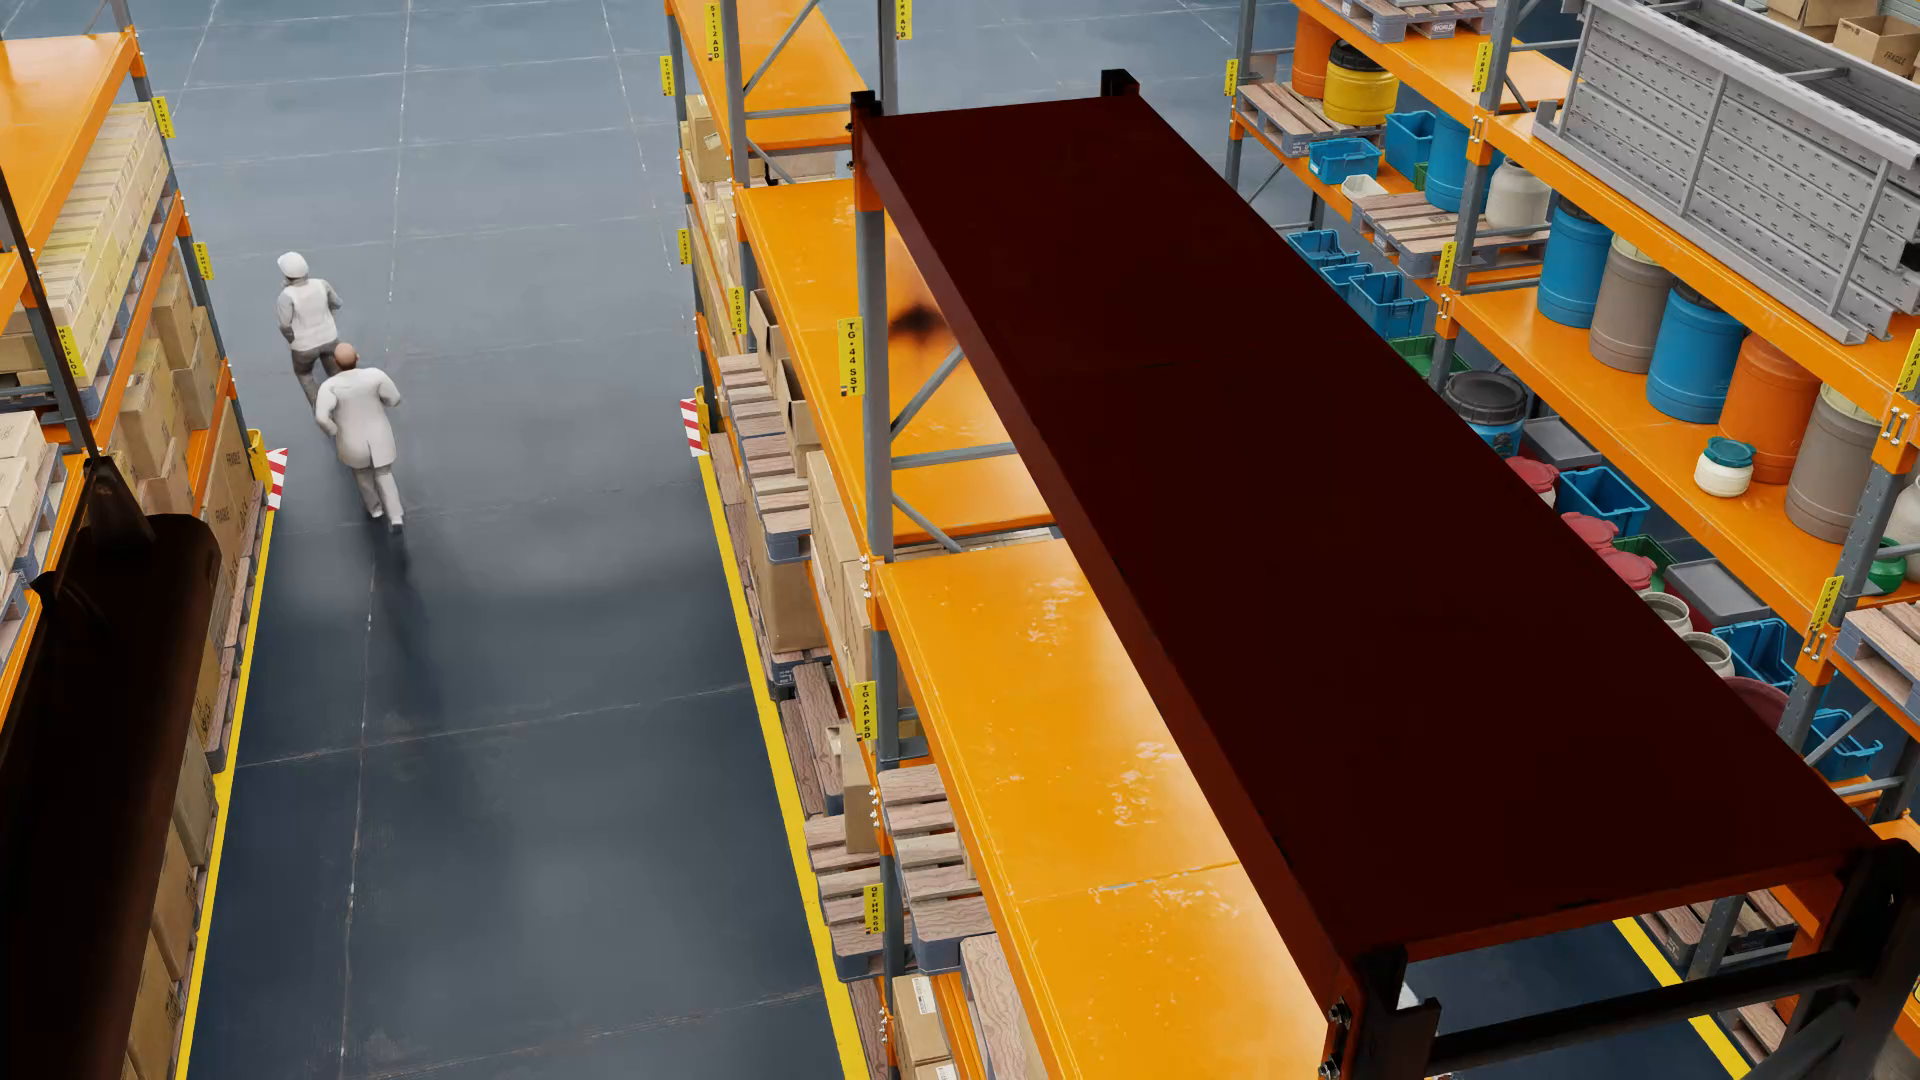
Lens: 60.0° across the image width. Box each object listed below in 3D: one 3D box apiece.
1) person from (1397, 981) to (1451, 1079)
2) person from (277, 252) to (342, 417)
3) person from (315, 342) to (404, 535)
[{"bbox_3d":[2.069,2.841,8.410,0.570,1.698,0.929,-10,36,-15],"label":"person"},{"bbox_3d":[-5.872,-1.776,15.138,0.655,1.838,0.686,-25,42,-32],"label":"person"},{"bbox_3d":[-4.906,-0.827,13.712,0.712,1.776,1.037,-17,38,-23],"label":"person"}]
